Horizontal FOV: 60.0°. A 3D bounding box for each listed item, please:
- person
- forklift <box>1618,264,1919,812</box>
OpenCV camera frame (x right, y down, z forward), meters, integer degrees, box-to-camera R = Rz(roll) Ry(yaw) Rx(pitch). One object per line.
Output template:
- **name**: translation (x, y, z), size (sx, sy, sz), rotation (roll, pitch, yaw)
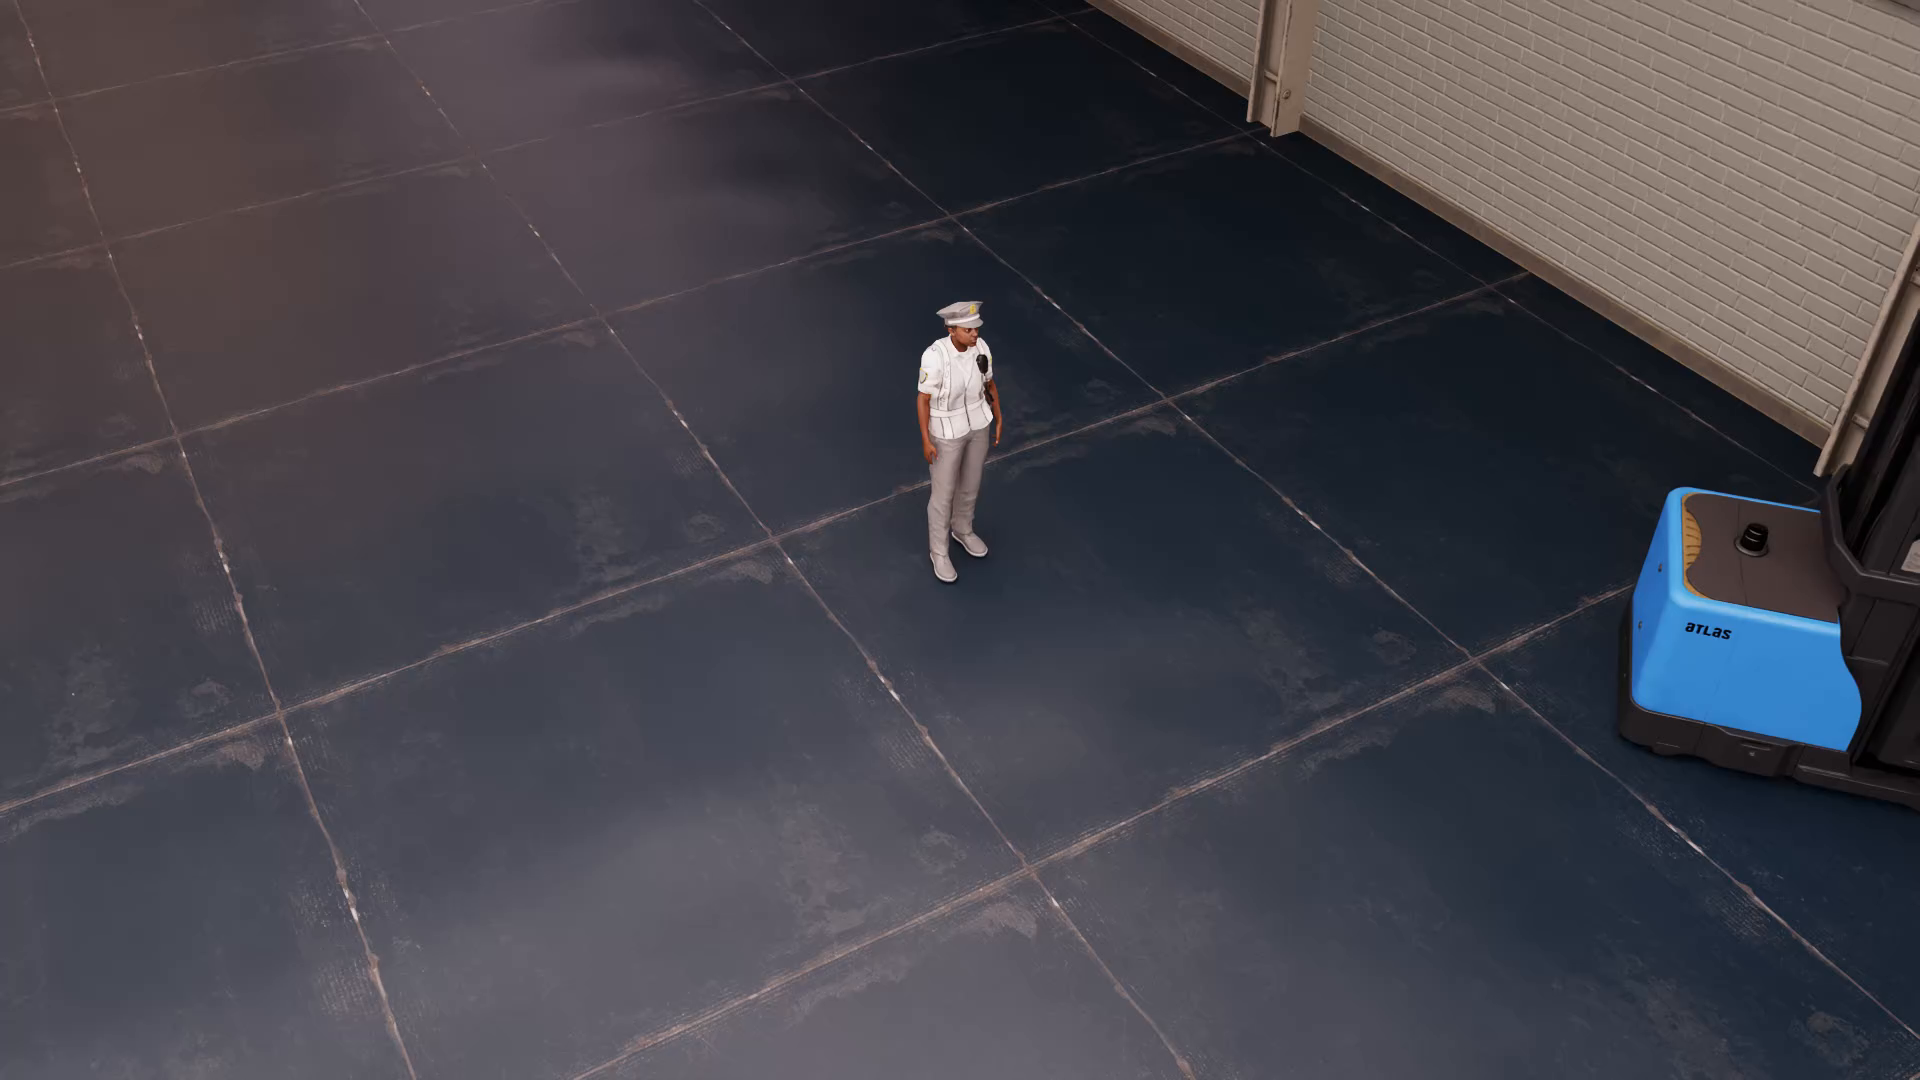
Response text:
- **person**: translation (0.020, -0.610, 9.728), size (0.569, 1.695, 0.528), rotation (-20, 44, -23)
- **forklift**: translation (5.134, -0.025, 8.067), size (3.031, 2.935, 1.130), rotation (12, 41, 14)
